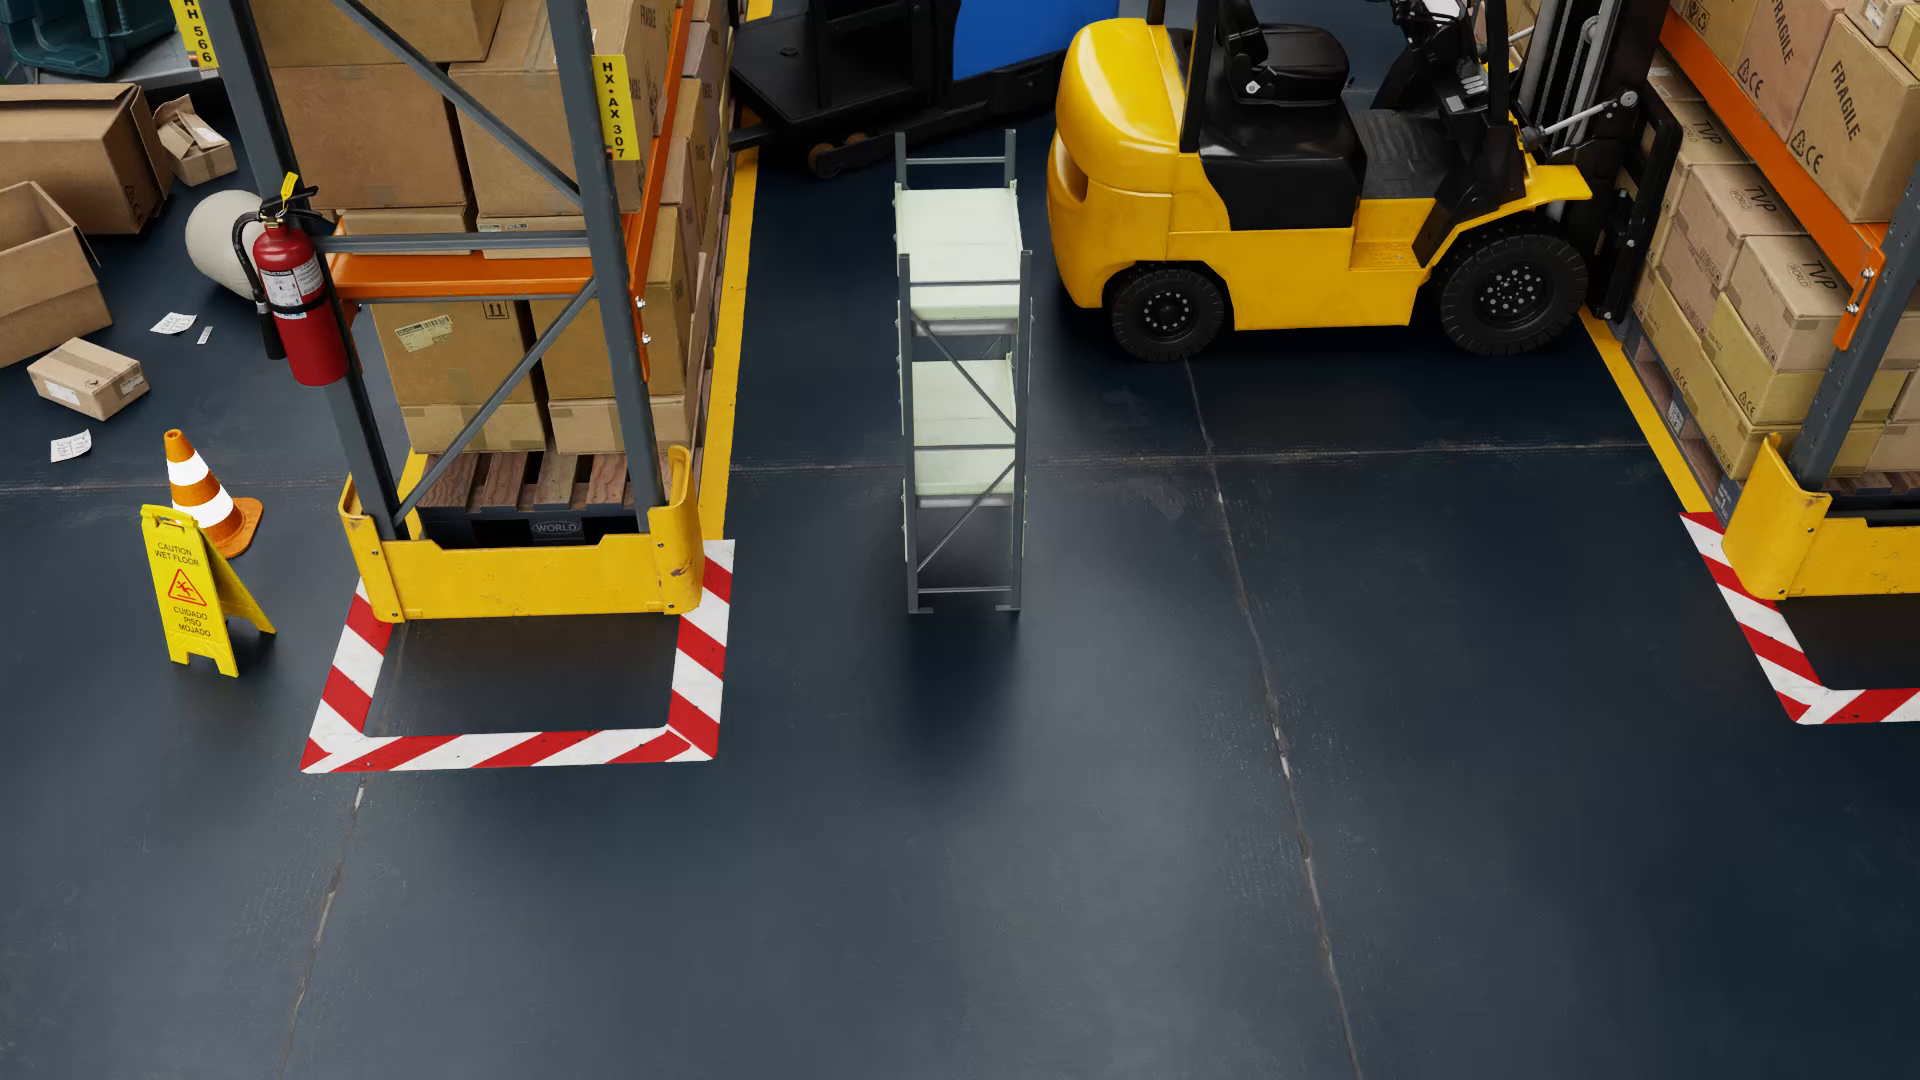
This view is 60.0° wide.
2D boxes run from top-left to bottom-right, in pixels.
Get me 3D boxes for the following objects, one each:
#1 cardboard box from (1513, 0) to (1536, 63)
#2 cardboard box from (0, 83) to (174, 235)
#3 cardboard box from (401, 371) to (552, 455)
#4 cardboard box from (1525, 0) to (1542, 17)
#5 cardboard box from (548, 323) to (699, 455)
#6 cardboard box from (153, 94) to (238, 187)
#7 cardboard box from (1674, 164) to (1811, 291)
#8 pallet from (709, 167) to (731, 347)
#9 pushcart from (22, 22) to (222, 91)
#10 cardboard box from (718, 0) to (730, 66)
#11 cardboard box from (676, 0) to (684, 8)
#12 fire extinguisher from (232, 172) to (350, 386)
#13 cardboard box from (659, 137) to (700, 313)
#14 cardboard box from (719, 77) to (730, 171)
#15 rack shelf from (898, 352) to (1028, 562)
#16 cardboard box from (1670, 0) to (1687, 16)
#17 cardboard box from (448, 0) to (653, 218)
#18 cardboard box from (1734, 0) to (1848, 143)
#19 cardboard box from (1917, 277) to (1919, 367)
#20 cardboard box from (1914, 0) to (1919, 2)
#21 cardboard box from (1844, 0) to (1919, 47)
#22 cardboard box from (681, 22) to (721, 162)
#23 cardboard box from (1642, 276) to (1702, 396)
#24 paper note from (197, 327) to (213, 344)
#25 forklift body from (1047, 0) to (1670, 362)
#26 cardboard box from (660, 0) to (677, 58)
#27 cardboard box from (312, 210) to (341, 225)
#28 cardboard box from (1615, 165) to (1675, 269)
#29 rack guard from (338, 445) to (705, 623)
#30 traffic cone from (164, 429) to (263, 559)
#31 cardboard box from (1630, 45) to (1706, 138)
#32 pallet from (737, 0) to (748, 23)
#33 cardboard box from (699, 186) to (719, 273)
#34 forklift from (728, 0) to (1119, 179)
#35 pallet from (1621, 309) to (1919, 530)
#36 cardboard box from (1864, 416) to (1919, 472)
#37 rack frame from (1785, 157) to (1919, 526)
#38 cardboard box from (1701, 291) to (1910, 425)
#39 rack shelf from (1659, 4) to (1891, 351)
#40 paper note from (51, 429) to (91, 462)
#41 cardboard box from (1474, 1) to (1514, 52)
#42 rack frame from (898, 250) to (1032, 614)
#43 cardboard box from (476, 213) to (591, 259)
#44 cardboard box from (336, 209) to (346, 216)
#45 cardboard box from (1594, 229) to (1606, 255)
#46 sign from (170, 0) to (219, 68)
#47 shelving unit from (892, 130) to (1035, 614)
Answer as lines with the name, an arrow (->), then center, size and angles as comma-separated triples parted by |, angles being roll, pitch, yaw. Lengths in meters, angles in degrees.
cardboard box -> 3.002, -2.387, 7.988 | 0.500, 0.250, 0.500 | -2, 43, -2
cardboard box -> -4.175, -1.765, 7.703 | 0.797, 0.637, 0.503 | -2, 43, -2
cardboard box -> -1.827, -0.587, 6.394 | 0.500, 0.250, 0.500 | -2, 43, -2
cardboard box -> 2.985, -2.565, 7.813 | 0.500, 0.250, 0.500 | -2, 43, -2
cardboard box -> -1.281, -0.585, 6.393 | 0.500, 0.250, 0.500 | -2, 43, -2
cardboard box -> -3.803, -1.972, 8.205 | 0.258, 0.266, 0.396 | -32, 51, -30
cardboard box -> 3.077, -1.193, 6.315 | 0.500, 0.250, 0.500 | -1, 43, -1
pallet -> -1.574, -1.286, 7.497 | 1.003, 0.211, 1.213 | -2, 43, -2
pushcart -> -3.969, -2.526, 8.726 | 1.648, 0.377, 0.936 | -16, 45, -16
cardboard box -> -1.400, -2.618, 8.055 | 0.500, 0.500, 0.500 | -2, 43, -2
cardboard box -> -1.300, -2.259, 6.680 | 0.380, 0.149, 0.250 | -1, 43, -1
fire extinguisher -> -1.979, -0.772, 4.930 | 0.296, 0.674, 0.183 | -2, 43, -2
cardboard box -> -1.309, -1.230, 6.542 | 0.500, 0.500, 0.500 | -3, 43, -3
cardboard box -> -1.367, -1.982, 7.917 | 0.500, 0.250, 0.500 | -3, 43, -3
rack shelf -> 0.000, -0.308, 5.959 | 0.431, 0.370, 0.720 | -2, 43, -2
cardboard box -> 3.086, -2.433, 6.611 | 0.500, 0.500, 0.500 | -1, 43, -2
cardboard box -> -1.266, -1.366, 5.226 | 0.500, 0.500, 0.500 | -2, 43, -2
cardboard box -> 3.140, -1.748, 5.864 | 0.500, 0.500, 0.500 | 0, 43, 0
cardboard box -> 3.605, -0.876, 5.970 | 0.500, 0.250, 0.500 | -2, 43, -2
cardboard box -> 3.169, -1.823, 5.245 | 0.380, 0.149, 0.250 | -2, 43, -2
cardboard box -> 3.101, -1.710, 5.342 | 0.380, 0.149, 0.250 | -1, 43, -1
cardboard box -> -1.353, -1.930, 7.305 | 0.500, 0.500, 0.500 | 0, 43, 0
cardboard box -> 3.089, -0.822, 6.651 | 0.500, 0.250, 0.500 | -2, 43, -2
paper note -> -3.274, -0.889, 7.212 | 0.032, 0.001, 0.123 | -2, 43, -2
forklift body -> 1.533, -1.951, 6.787 | 2.313, 2.155, 1.214 | -2, 43, -2
cardboard box -> -1.314, -2.059, 5.982 | 0.500, 0.500, 0.500 | -2, 43, -3
cardboard box -> -3.007, -1.909, 7.961 | 0.500, 0.500, 0.500 | 27, 49, 27
cardboard box -> 3.050, -1.368, 6.877 | 0.500, 0.250, 0.500 | -3, 43, -3
rack guard -> -1.526, -0.021, 5.903 | 1.175, 0.500, 0.348 | -2, 43, -2
traffic cone -> -2.830, -0.209, 6.136 | 0.336, 0.463, 0.334 | -2, 43, -2
cardboard box -> 3.032, -1.875, 7.060 | 0.500, 0.250, 0.500 | -2, 43, -3
pallet -> -1.727, -3.089, 9.464 | 1.003, 0.211, 1.213 | -2, 43, -2
cardboard box -> -1.331, -1.298, 7.170 | 0.500, 0.250, 0.500 | 1, 43, 1
forklift -> -0.685, -3.269, 7.647 | 3.031, 2.935, 1.130 | -23, 47, -23
pallet -> 3.362, -0.524, 6.665 | 1.003, 0.211, 1.213 | -2, 43, -2
cardboard box -> 3.611, -0.515, 6.316 | 0.500, 0.250, 0.500 | -1, 43, -2
rack frame -> 3.436, -1.036, 5.161 | 1.000, 3.000, 0.127 | -2, 43, -2
cardboard box -> 3.103, -0.681, 6.128 | 0.500, 0.250, 0.500 | -2, 43, -2
rack shelf -> 3.351, -2.121, 6.877 | 1.077, 0.370, 4.000 | -2, 43, -2
paper note -> -3.552, -0.378, 6.640 | 0.148, 0.019, 0.142 | -16, 45, -16
cardboard box -> 2.956, -2.542, 8.527 | 0.500, 0.250, 0.500 | -1, 43, -1
rack frame -> 0.016, -0.301, 5.469 | 0.400, 1.500, 0.023 | -2, 43, -2
cardboard box -> -1.331, -1.034, 5.344 | 0.380, 0.149, 0.250 | -1, 43, -2
cardboard box -> -1.874, -1.213, 5.539 | 0.380, 0.149, 0.250 | -2, 43, -2
cardboard box -> 3.032, -1.510, 7.401 | 0.500, 0.250, 0.500 | 0, 43, 0
sign -> -2.078, -1.432, 4.502 | 0.100, 0.325, 0.005 | -2, 43, -2
shelving unit -> 0.000, -0.548, 5.738 | 0.431, 1.500, 0.755 | -2, 43, -2
